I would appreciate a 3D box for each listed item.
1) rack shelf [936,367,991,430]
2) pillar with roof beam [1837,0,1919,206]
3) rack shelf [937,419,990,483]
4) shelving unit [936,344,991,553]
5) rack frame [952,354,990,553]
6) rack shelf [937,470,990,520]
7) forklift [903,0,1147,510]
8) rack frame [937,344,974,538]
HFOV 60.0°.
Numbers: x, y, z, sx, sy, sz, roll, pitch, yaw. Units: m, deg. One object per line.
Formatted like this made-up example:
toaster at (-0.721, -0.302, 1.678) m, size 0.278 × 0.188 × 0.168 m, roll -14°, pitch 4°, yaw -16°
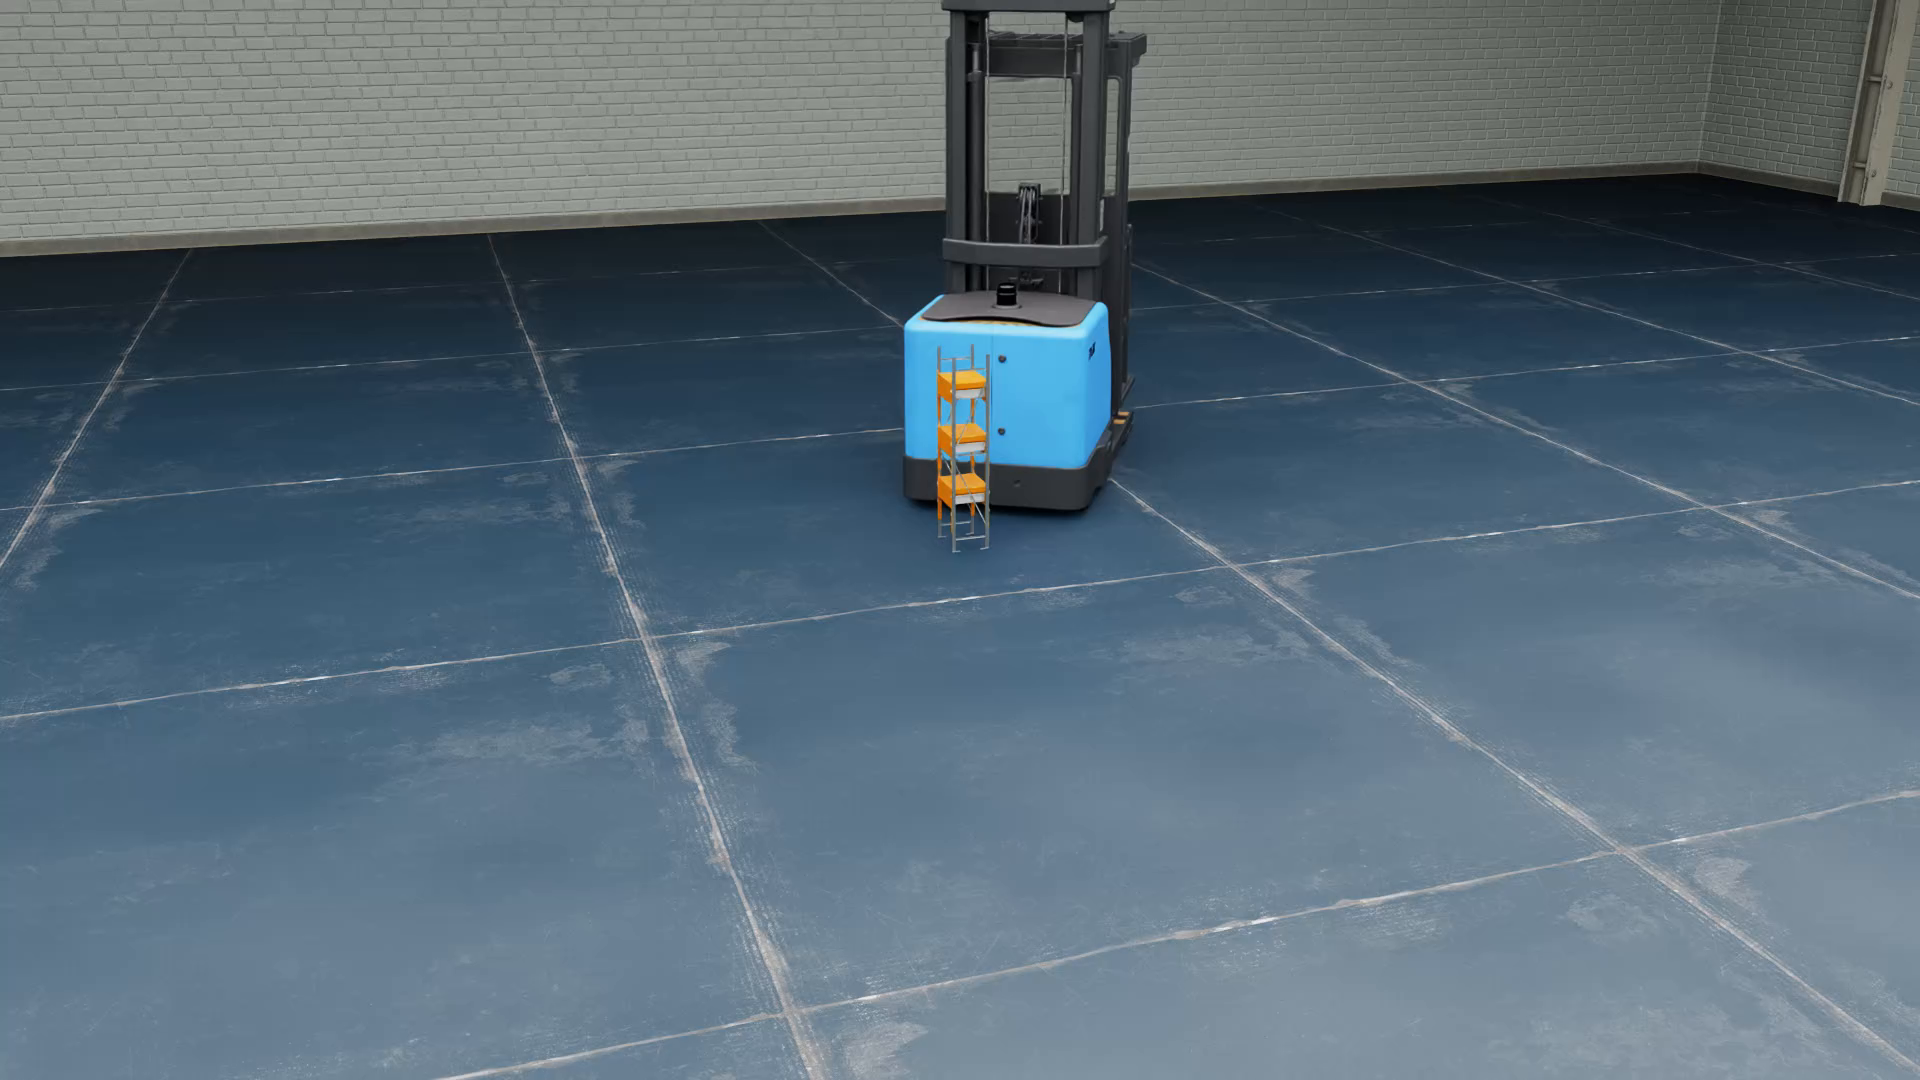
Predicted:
rack shelf at (0.017, -0.734, 8.599) m, size 0.215 × 0.259 × 0.240 m, roll -6°, pitch 21°, yaw -17°
pillar with roof beam at (6.990, -7.932, 17.687) m, size 9.100 × 9.000 × 0.400 m, roll -6°, pitch 21°, yaw -17°
rack shelf at (0.017, -0.467, 8.695) m, size 0.215 × 0.259 × 0.240 m, roll -6°, pitch 21°, yaw -17°
shelving unit at (0.017, -0.477, 8.691) m, size 0.215 × 1.050 × 0.252 m, roll -6°, pitch 21°, yaw -17°
rack frame at (0.055, -0.438, 8.582) m, size 0.200 × 1.050 × 0.008 m, roll -6°, pitch 21°, yaw -17°
rack shelf at (0.017, -0.205, 8.789) m, size 0.215 × 0.259 × 0.240 m, roll -6°, pitch 21°, yaw -17°
forklift at (0.510, -2.006, 10.166) m, size 1.130 × 2.935 × 3.031 m, roll 4°, pitch 20°, yaw 12°
rack frame at (-0.022, -0.516, 8.800) m, size 0.200 × 1.050 × 0.008 m, roll -6°, pitch 21°, yaw -17°
